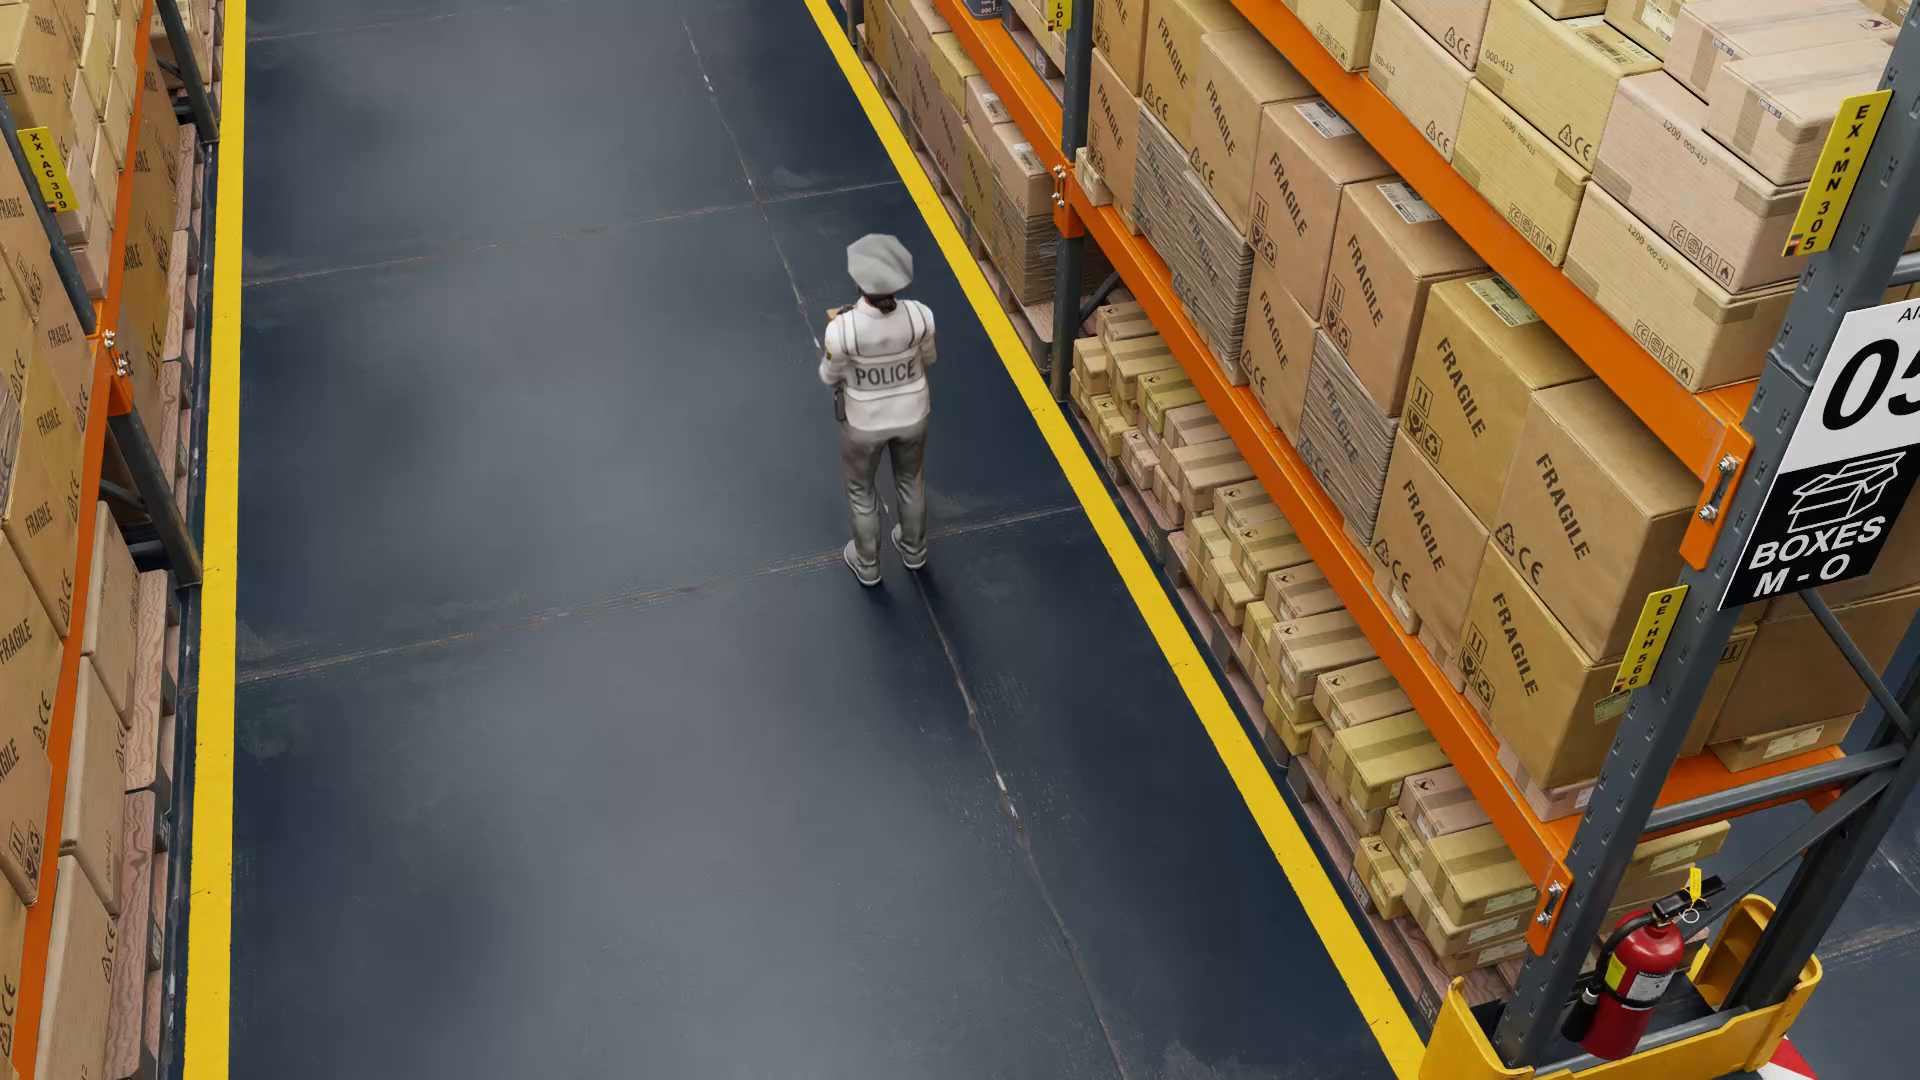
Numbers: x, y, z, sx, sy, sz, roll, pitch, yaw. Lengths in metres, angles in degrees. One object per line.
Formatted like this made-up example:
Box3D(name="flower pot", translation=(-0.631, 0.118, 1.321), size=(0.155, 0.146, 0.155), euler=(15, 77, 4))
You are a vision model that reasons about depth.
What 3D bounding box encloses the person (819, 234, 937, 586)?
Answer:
Box3D(name="person", translation=(-0.331, -0.547, 6.736), size=(0.469, 1.690, 0.550), euler=(-12, 44, -13))
